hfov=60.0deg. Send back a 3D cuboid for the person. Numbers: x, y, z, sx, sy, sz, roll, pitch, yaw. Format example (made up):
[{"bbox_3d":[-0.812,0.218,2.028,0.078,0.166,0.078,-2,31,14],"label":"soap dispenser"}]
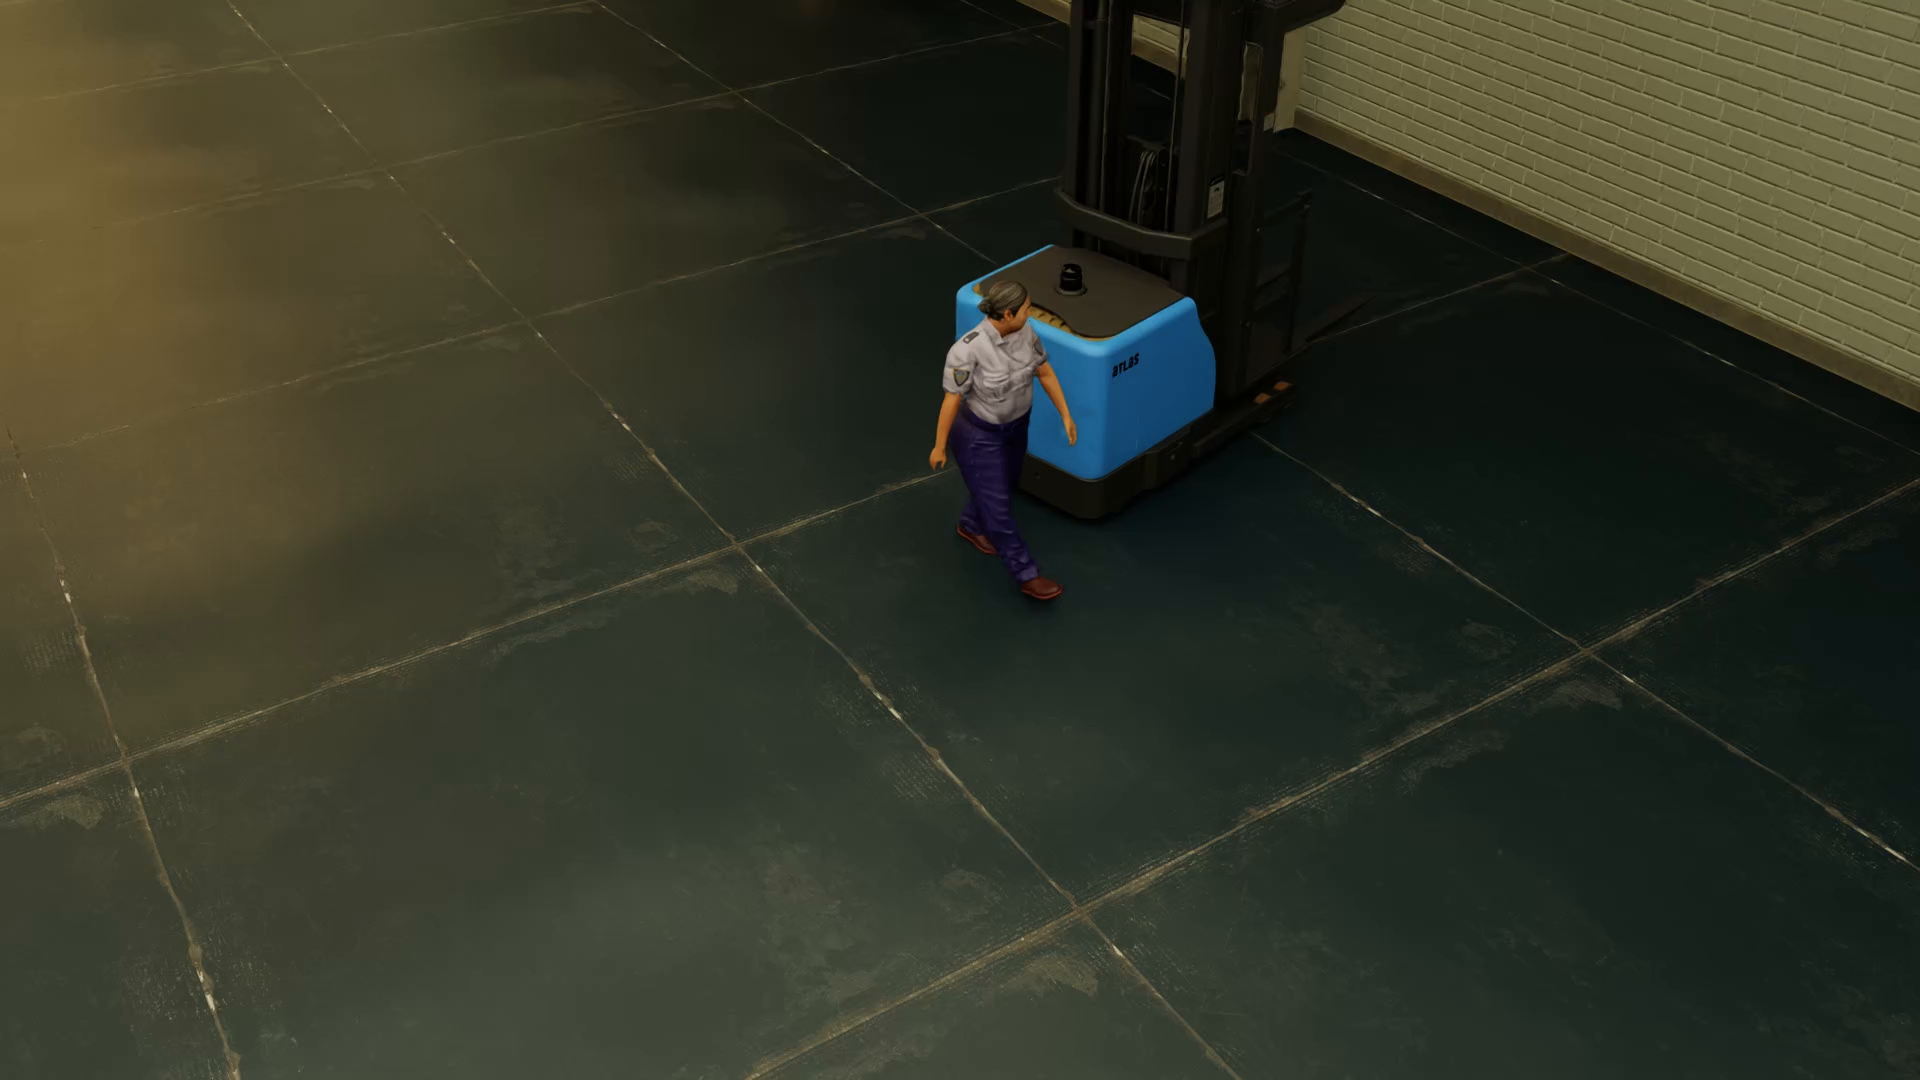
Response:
[{"bbox_3d":[0.236,-0.478,7.991,0.875,1.604,0.647,29,44,35],"label":"person"}]

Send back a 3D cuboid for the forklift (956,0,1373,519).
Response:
[{"bbox_3d":[1.337,-2.065,9.087,1.130,2.935,3.031,28,44,34],"label":"forklift"}]
